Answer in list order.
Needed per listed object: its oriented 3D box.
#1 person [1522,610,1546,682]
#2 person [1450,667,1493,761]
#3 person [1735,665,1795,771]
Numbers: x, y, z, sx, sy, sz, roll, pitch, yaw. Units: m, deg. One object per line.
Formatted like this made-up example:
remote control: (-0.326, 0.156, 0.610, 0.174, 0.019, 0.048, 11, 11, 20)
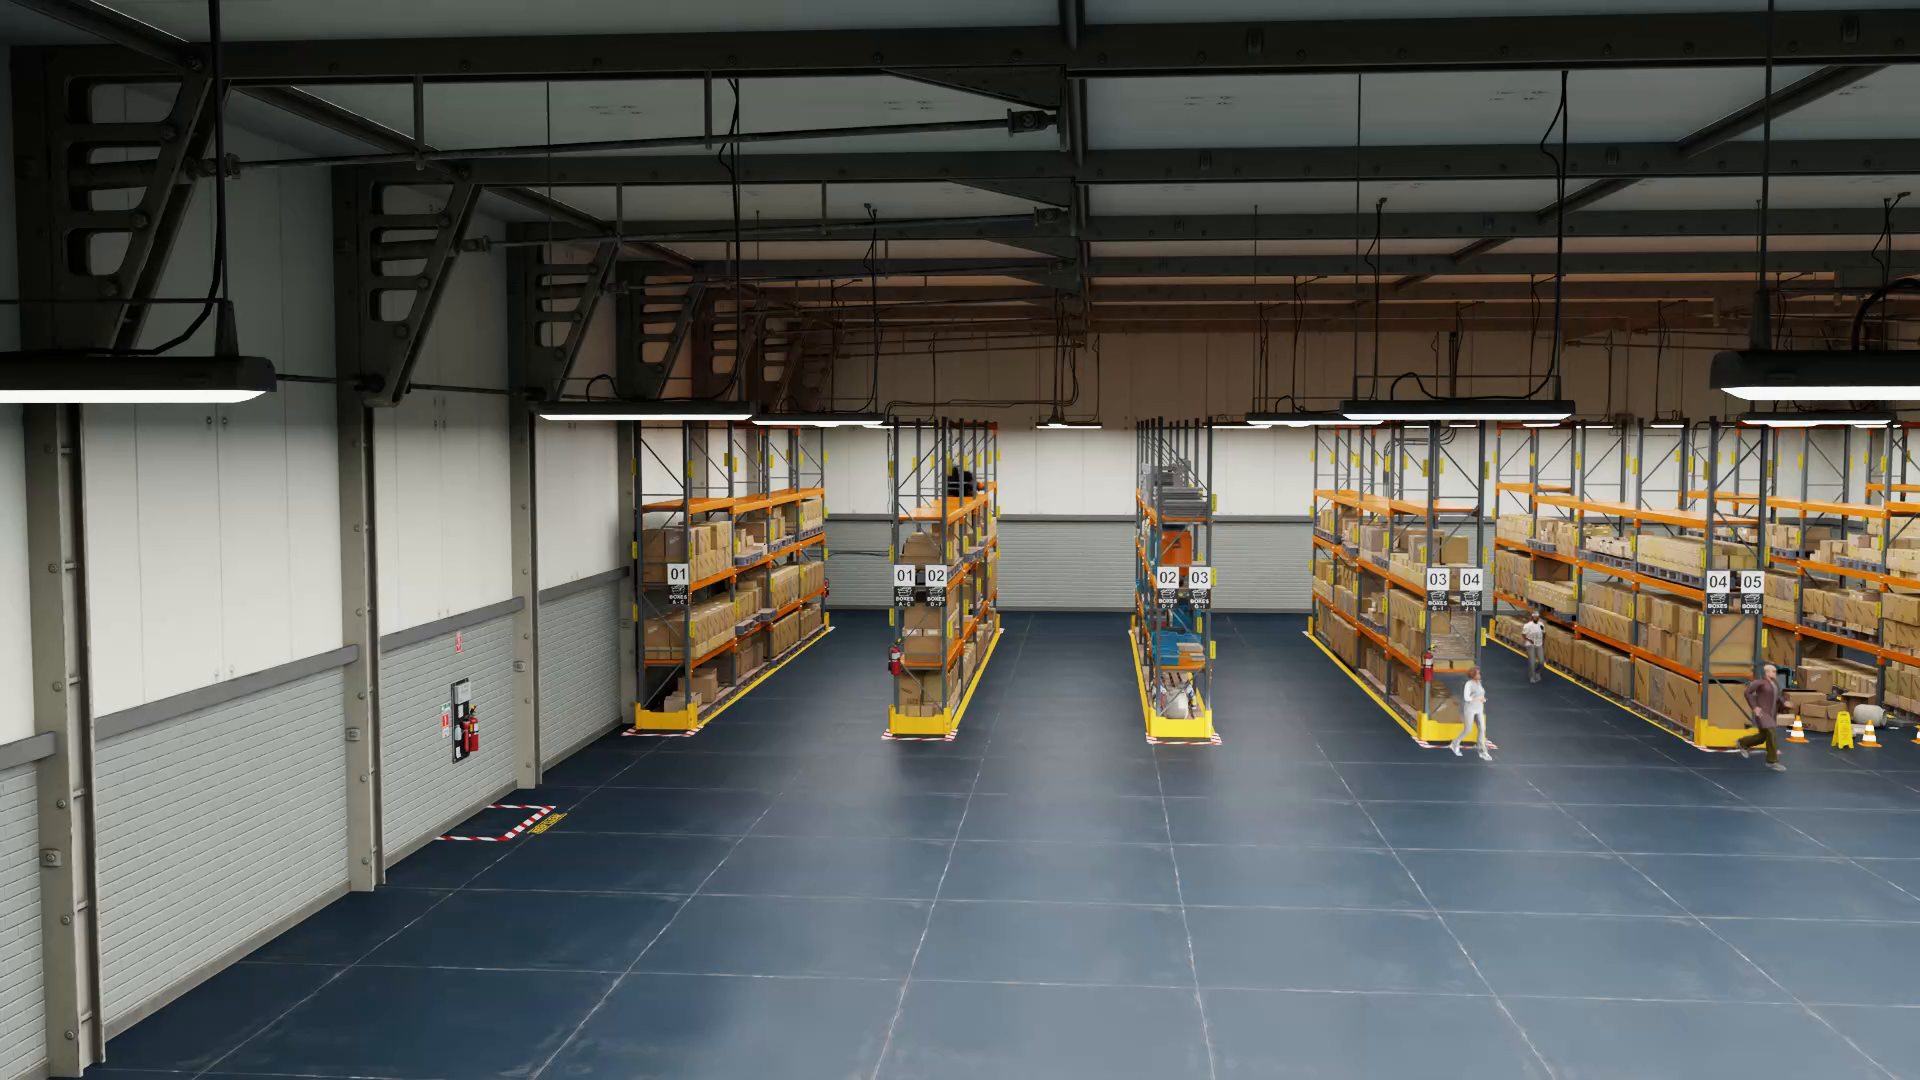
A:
person: (13.067, 2.420, 37.784, 0.576, 1.660, 0.573, 0, 4, 4)
person: (8.940, 3.006, 28.994, 0.545, 1.601, 0.796, -3, 5, -40)
person: (13.682, 2.990, 28.395, 0.686, 1.767, 1.002, -2, 4, -33)
